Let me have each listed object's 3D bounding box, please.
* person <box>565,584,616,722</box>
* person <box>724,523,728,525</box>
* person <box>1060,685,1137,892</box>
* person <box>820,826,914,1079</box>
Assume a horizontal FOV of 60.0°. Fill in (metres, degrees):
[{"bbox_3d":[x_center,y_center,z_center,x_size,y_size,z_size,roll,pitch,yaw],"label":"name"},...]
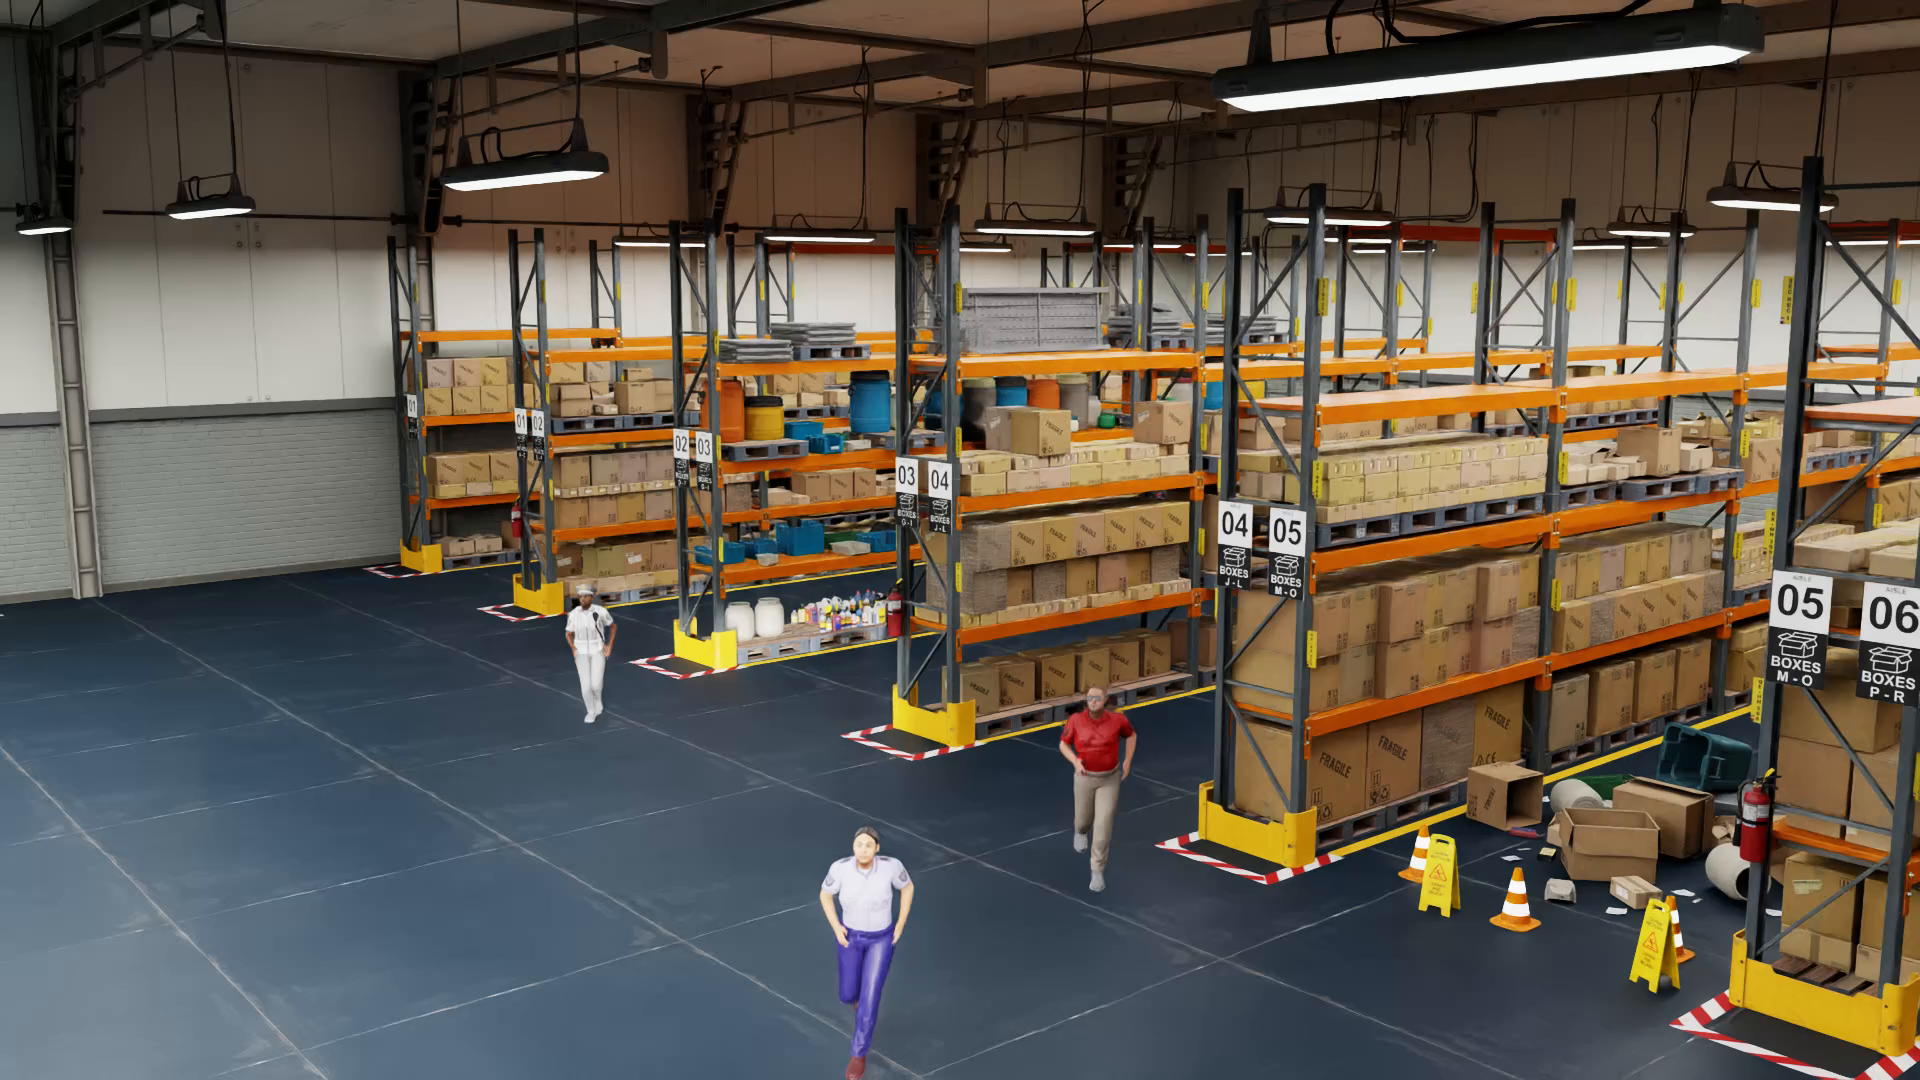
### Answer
[{"bbox_3d":[-4.377,1.343,19.672,0.587,1.664,0.489,-1,9,-3],"label":"person"},{"bbox_3d":[-4.433,-0.340,30.848,0.635,1.550,0.546,-7,11,-37],"label":"person"},{"bbox_3d":[1.208,2.107,14.593,0.672,1.732,0.920,1,9,8],"label":"person"},{"bbox_3d":[-0.625,2.685,11.179,0.631,1.638,0.820,0,9,3],"label":"person"}]
